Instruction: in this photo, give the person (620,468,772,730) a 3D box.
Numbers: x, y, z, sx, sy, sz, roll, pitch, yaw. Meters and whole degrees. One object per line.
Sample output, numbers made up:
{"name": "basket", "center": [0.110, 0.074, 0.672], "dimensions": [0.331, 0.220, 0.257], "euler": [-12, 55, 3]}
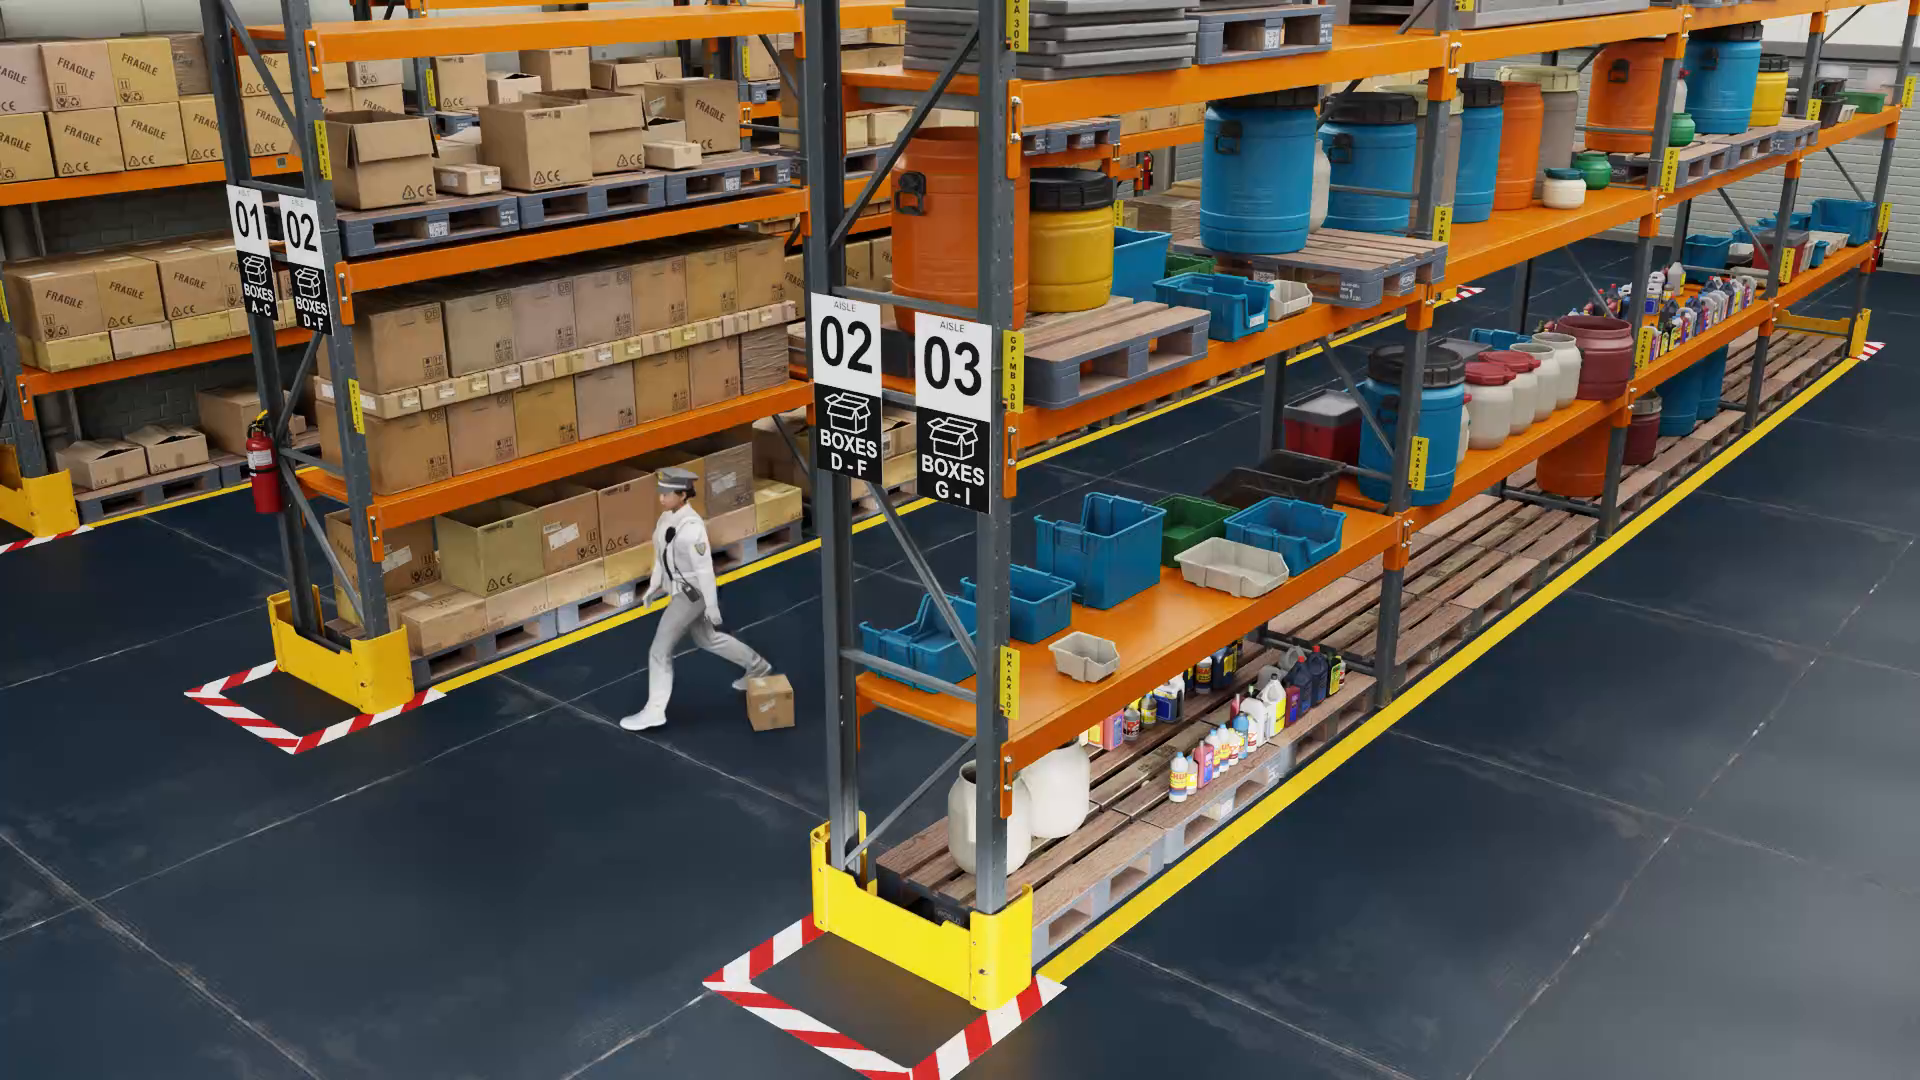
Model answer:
{"name": "person", "center": [-1.648, 0.310, 10.200], "dimensions": [1.025, 1.621, 0.484], "euler": [-8, 22, -22]}
